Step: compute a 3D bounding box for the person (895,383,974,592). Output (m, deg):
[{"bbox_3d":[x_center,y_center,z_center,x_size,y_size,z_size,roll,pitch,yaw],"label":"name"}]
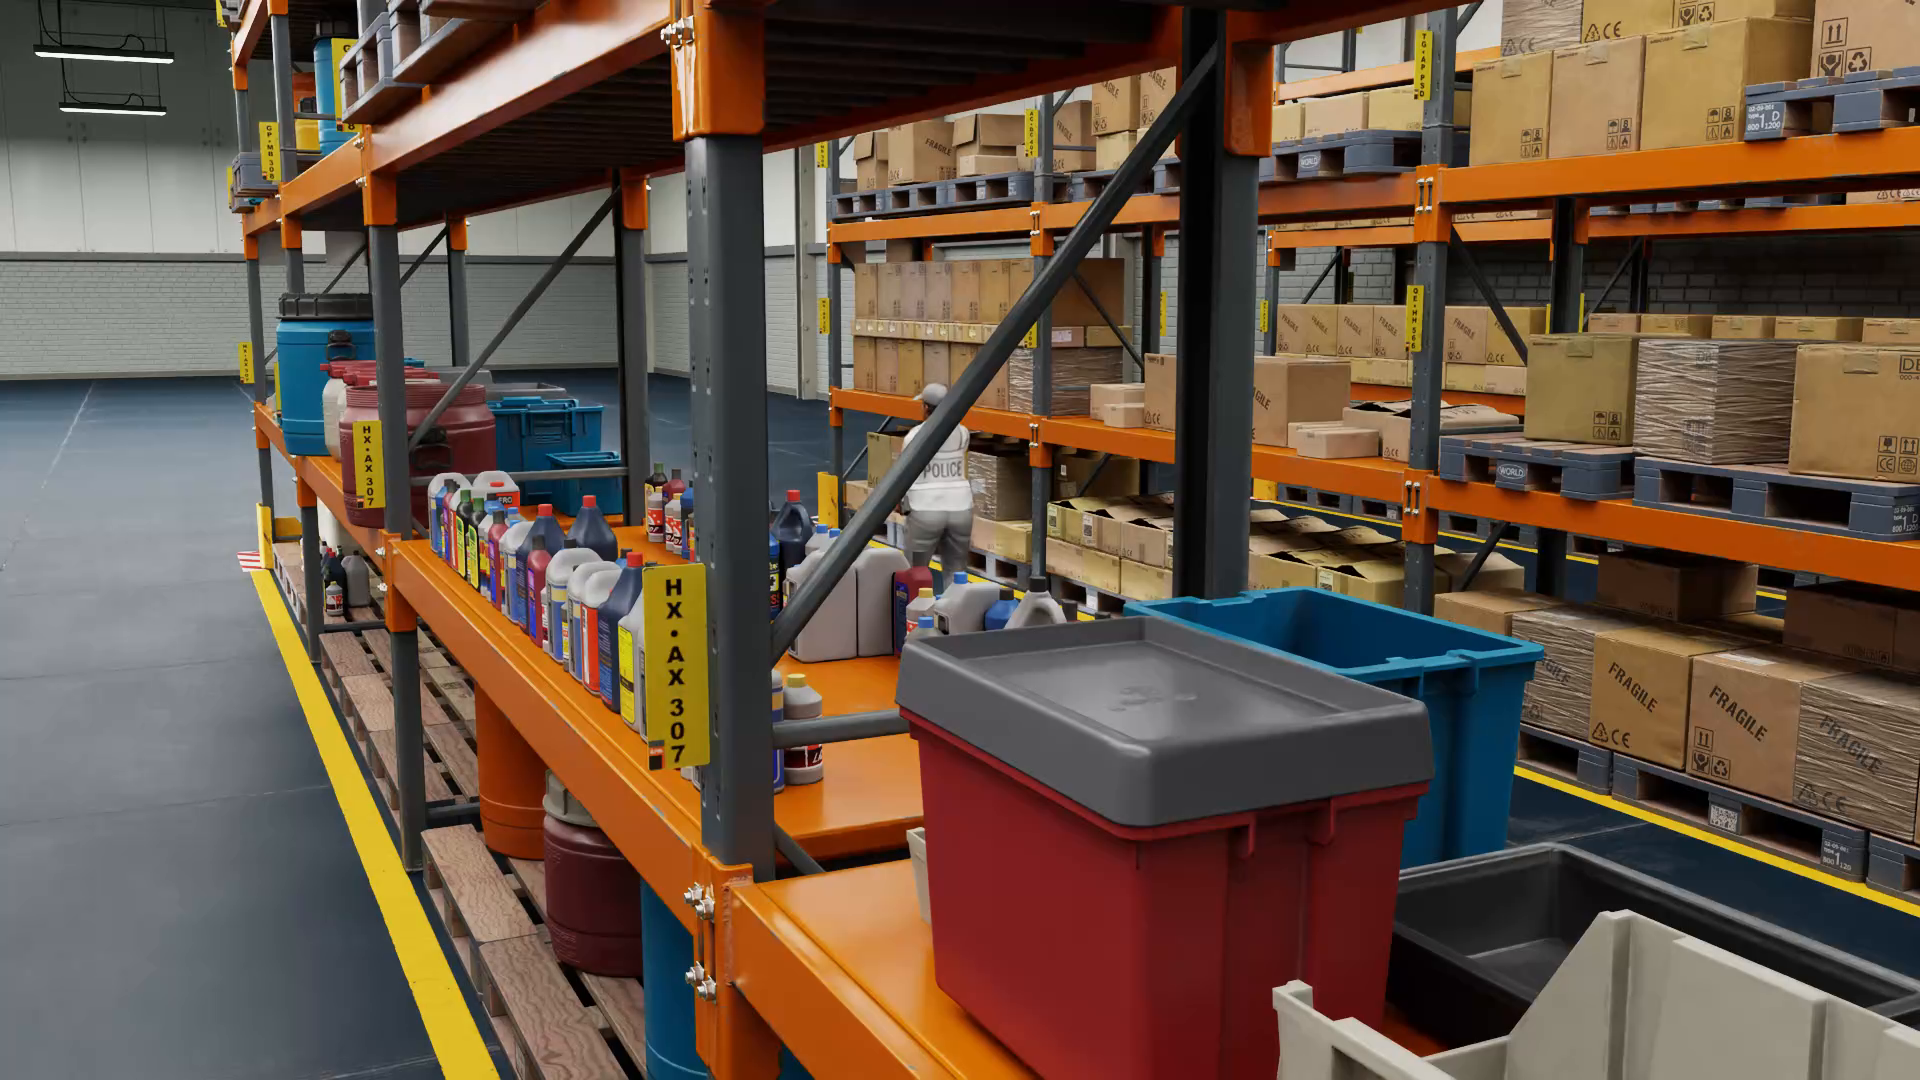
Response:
[{"bbox_3d":[-0.178,-0.146,10.336,0.452,1.663,0.542,-4,10,-26],"label":"person"}]
